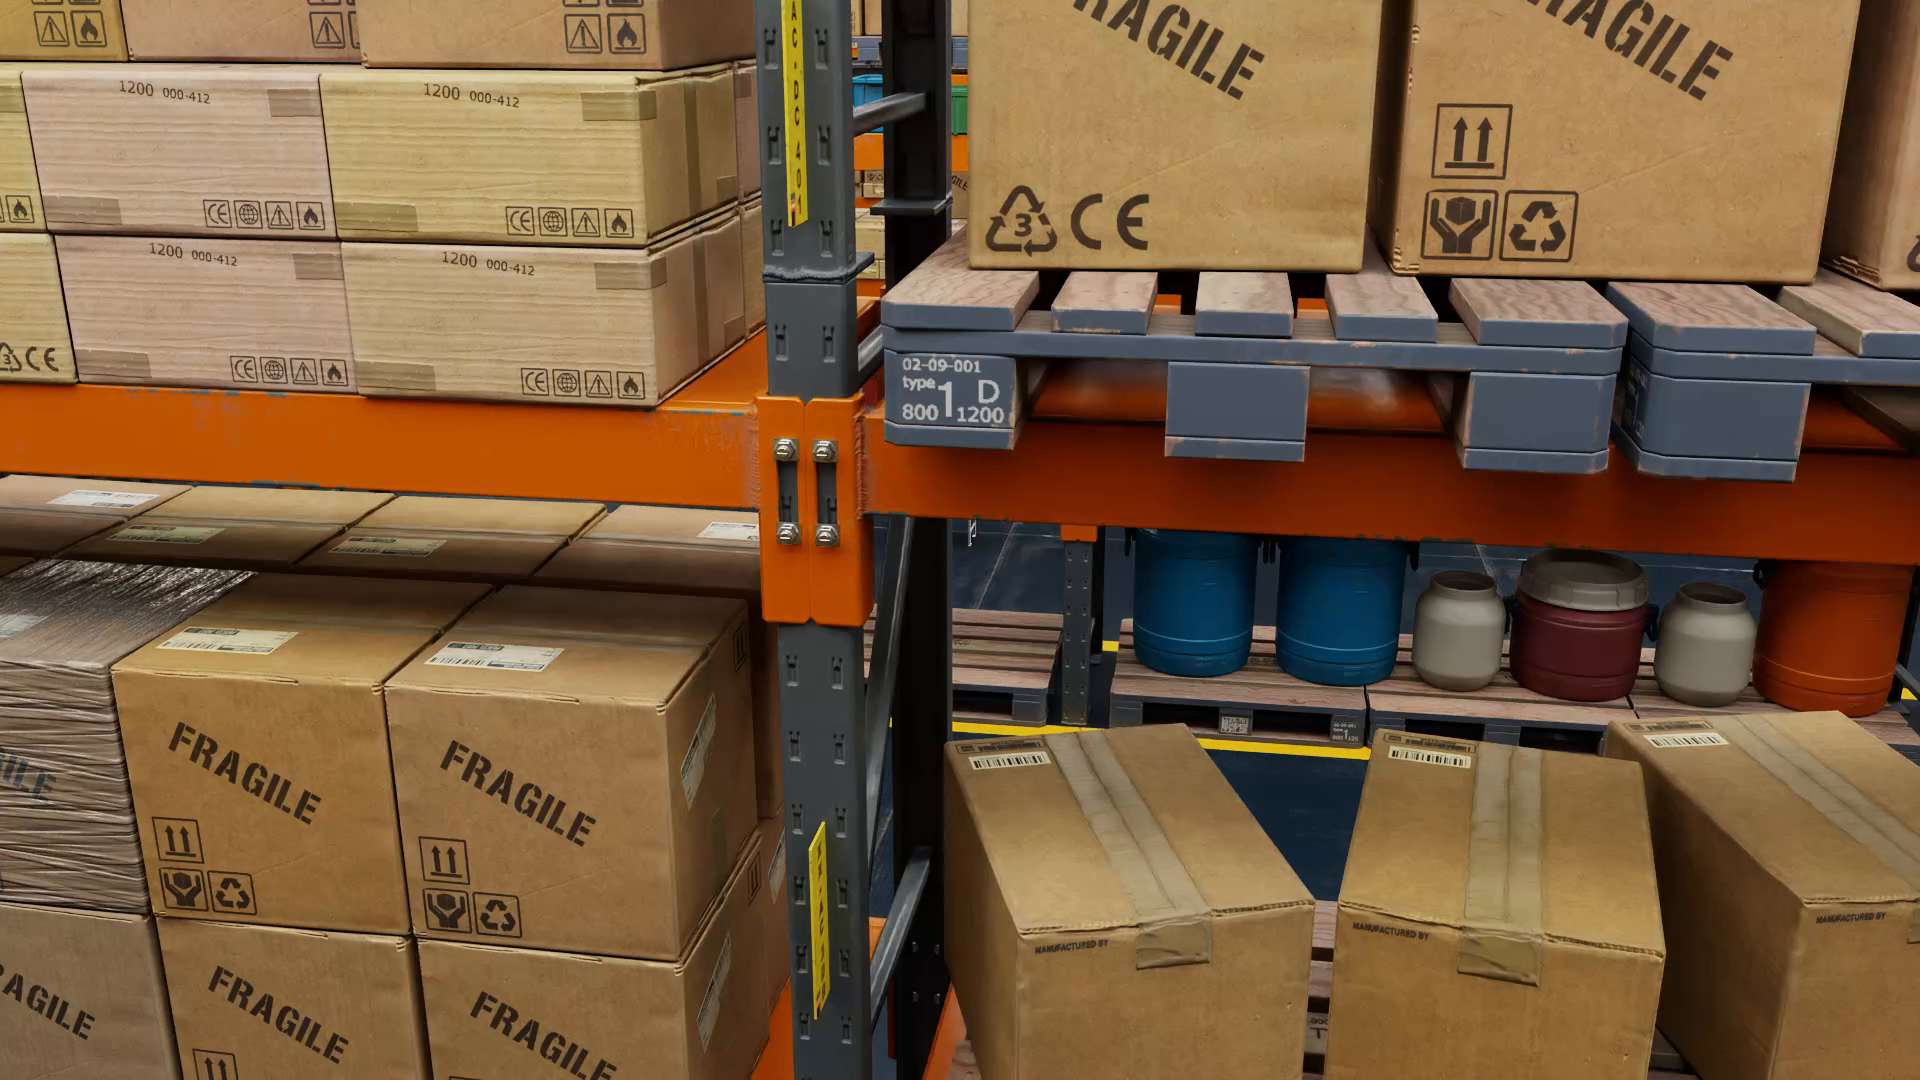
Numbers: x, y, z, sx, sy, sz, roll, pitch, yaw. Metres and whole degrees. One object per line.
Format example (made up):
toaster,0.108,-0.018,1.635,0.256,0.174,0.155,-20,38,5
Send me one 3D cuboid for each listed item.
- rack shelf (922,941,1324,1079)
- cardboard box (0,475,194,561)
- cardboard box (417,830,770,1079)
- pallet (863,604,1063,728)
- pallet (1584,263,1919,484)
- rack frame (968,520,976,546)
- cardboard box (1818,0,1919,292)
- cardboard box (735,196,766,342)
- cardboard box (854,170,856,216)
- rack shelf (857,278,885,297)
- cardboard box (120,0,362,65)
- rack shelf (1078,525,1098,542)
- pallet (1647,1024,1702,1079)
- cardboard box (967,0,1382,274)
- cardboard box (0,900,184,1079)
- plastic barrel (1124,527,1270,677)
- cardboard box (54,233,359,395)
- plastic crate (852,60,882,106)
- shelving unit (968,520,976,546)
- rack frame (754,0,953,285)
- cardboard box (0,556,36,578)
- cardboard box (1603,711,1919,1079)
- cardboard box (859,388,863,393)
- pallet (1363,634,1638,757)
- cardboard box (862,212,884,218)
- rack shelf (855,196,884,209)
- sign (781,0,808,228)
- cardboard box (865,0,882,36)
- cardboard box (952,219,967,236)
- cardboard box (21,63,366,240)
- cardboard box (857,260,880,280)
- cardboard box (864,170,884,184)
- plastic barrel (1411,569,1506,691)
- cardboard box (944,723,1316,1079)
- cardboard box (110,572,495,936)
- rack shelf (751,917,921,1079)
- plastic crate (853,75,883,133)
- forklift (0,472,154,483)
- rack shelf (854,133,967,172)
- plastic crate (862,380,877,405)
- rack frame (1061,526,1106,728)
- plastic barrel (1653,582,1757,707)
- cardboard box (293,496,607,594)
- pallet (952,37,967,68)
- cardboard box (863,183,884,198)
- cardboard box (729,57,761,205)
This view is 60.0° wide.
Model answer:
rack shelf,1.818,1.322,3.257,4.000,0.370,1.077,3,19,9
cardboard box,-2.104,0.170,3.836,0.500,0.500,0.500,4,19,10
cardboard box,-0.691,0.888,3.263,0.500,0.500,0.500,3,19,10
pallet,-0.100,0.626,8.598,1.213,0.211,1.003,3,19,9
pallet,1.500,-0.347,2.681,1.003,0.211,1.213,3,19,9
rack frame,0.077,-0.565,10.601,0.015,1.200,0.240,3,19,9
cardboard box,1.646,-0.721,2.527,0.600,0.600,0.600,2,19,6
cardboard box,-0.598,-0.573,3.297,0.500,0.250,0.500,3,19,9
cardboard box,-1.094,-2.692,12.706,0.500,0.500,0.500,2,19,7
rack shelf,-0.556,-1.982,13.134,4.000,0.370,1.077,3,19,9
cardboard box,-1.114,-1.146,3.039,0.500,0.500,0.700,3,19,9
rack shelf,2.607,-0.229,7.895,4.000,0.370,1.077,3,19,9
pallet,1.872,1.076,3.161,1.213,0.211,1.003,3,19,9
cardboard box,0.329,-0.787,2.725,0.600,0.600,0.600,1,19,3
cardboard box,-1.708,0.838,3.414,0.500,0.500,0.500,3,19,10
plastic barrel,1.167,0.158,8.250,0.708,0.901,0.600,3,19,9
cardboard box,-1.171,-0.440,2.901,0.500,0.250,0.500,3,19,9
plastic crate,-0.550,-2.180,8.070,0.590,0.269,0.497,3,19,9
shelving unit,-0.163,-0.577,10.638,0.503,1.200,0.258,3,19,9
rack frame,-0.157,-1.964,2.492,0.127,3.000,1.000,3,19,9
cardboard box,-2.198,0.339,3.331,0.500,0.500,0.500,3,19,8
cardboard box,1.597,0.704,3.154,0.500,0.500,0.700,-2,19,-5
cardboard box,-0.988,-1.563,13.433,0.875,0.875,0.875,3,19,9
pallet,2.596,0.764,8.187,1.213,0.211,1.003,3,19,9
cardboard box,-0.492,-2.477,13.245,0.500,0.250,0.500,3,19,9
rack shelf,0.330,-3.531,17.763,4.000,0.370,1.077,3,19,9
sign,-0.235,-0.617,2.377,0.005,0.325,0.100,3,19,9
cardboard box,-0.388,-4.059,12.503,0.500,0.500,0.700,4,19,11
cardboard box,-0.075,-2.284,12.668,0.500,0.250,0.500,3,19,10
cardboard box,-1.173,-0.673,2.810,0.500,0.250,0.500,3,19,9
cardboard box,-0.714,-2.107,12.768,0.250,0.149,0.380,2,19,7
cardboard box,-0.713,-4.033,17.504,0.500,0.500,0.500,3,19,9
plastic barrel,2.410,0.434,8.037,0.421,0.512,0.421,0,18,0
cardboard box,0.275,0.728,3.081,0.500,0.500,0.700,-3,19,-10
cardboard box,-1.203,0.390,3.178,0.500,0.500,0.500,3,19,8
rack shelf,-2.131,1.121,3.859,4.000,0.370,1.077,3,19,9
plastic crate,-0.317,-1.960,7.470,0.300,0.233,0.416,3,19,9
forklift,-3.345,-0.066,6.380,3.031,2.935,1.130,6,19,18
rack shelf,-1.342,-1.853,8.020,4.000,0.370,1.077,3,19,9
plastic crate,-0.209,-0.853,8.431,0.583,0.464,0.402,3,19,9
rack frame,0.633,-0.671,8.081,0.127,3.000,1.000,3,19,9
plastic barrel,3.525,0.491,7.867,0.421,0.512,0.421,0,18,0
cardboard box,-1.087,0.221,3.681,0.500,0.500,0.500,2,19,7
pallet,0.612,-3.648,12.390,1.213,0.211,1.003,3,19,9
cardboard box,-0.862,-3.705,17.544,0.250,0.149,0.380,2,19,7
cardboard box,-0.597,-0.810,3.218,0.500,0.250,0.500,3,19,9
